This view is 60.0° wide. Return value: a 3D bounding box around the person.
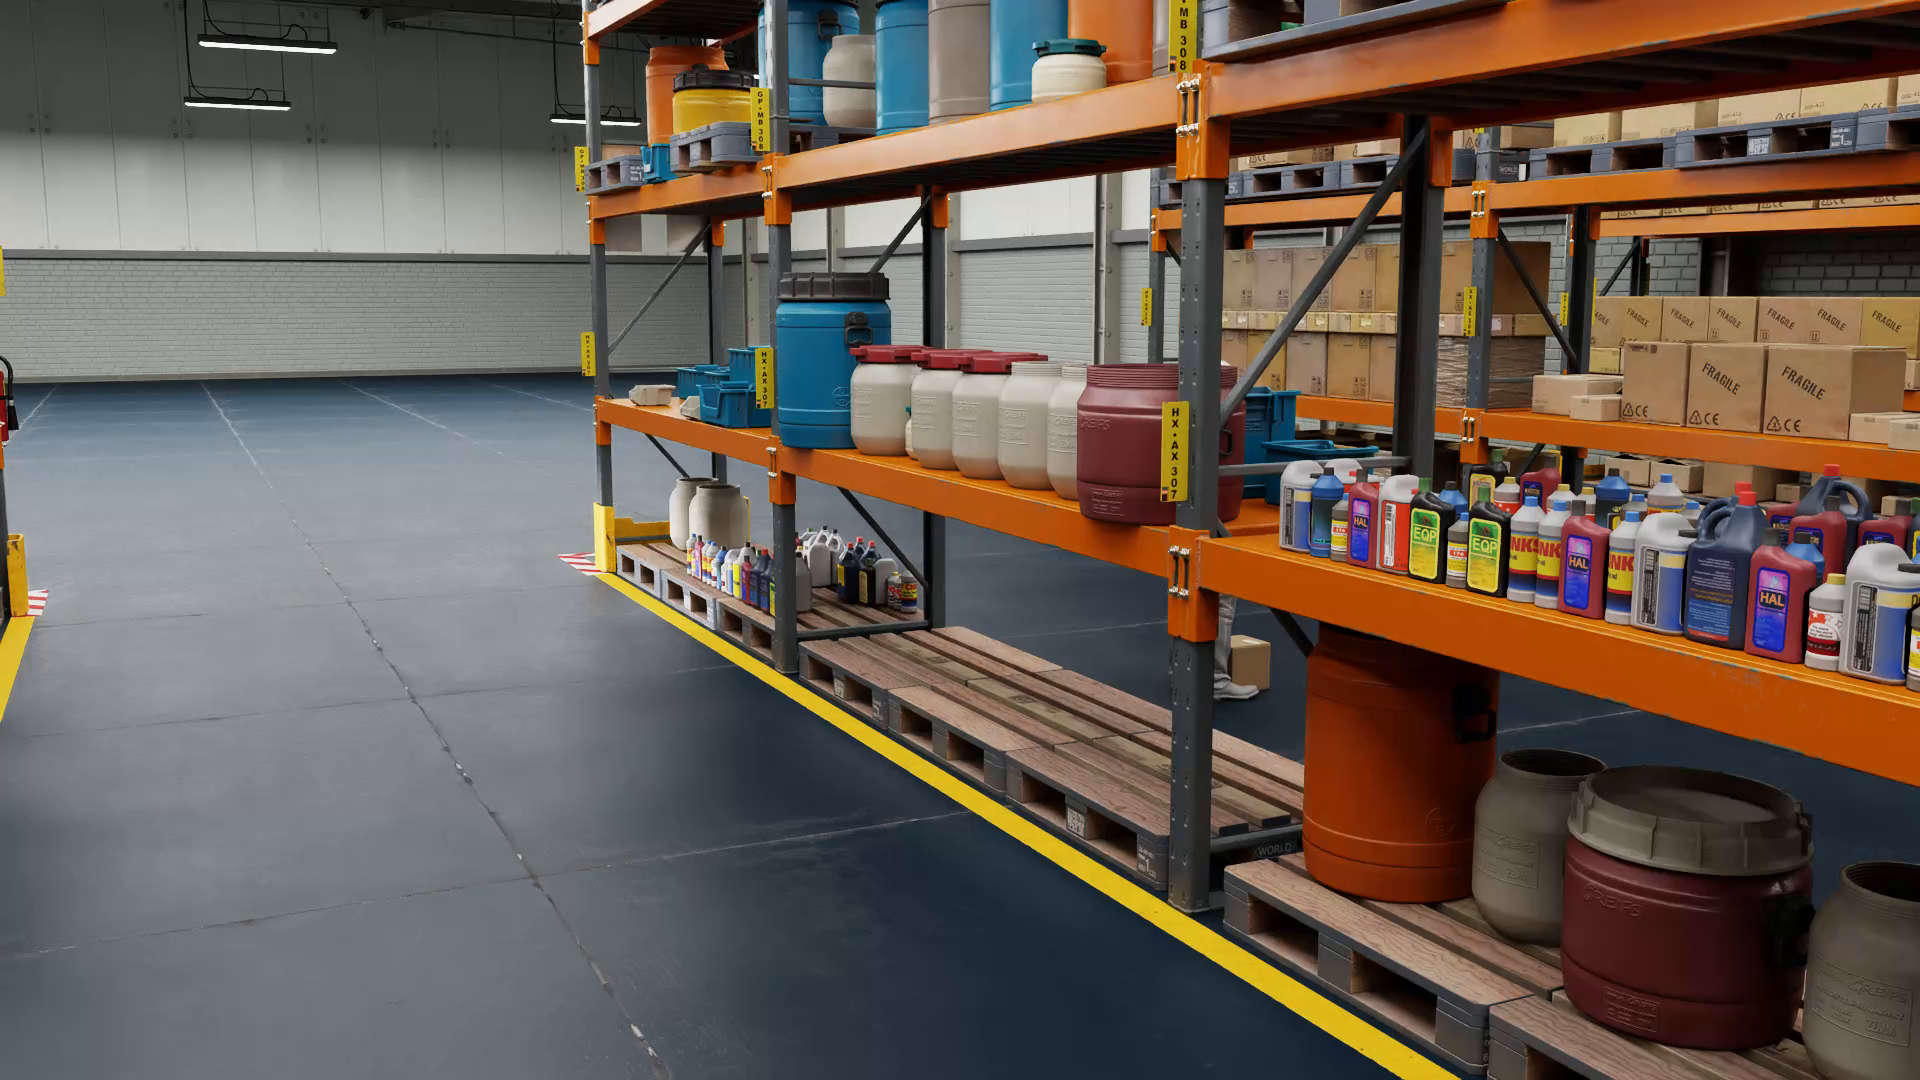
[{"bbox_3d":[1.287,-0.065,8.721,0.461,1.759,0.631,-5,10,-29],"label":"person"}]
